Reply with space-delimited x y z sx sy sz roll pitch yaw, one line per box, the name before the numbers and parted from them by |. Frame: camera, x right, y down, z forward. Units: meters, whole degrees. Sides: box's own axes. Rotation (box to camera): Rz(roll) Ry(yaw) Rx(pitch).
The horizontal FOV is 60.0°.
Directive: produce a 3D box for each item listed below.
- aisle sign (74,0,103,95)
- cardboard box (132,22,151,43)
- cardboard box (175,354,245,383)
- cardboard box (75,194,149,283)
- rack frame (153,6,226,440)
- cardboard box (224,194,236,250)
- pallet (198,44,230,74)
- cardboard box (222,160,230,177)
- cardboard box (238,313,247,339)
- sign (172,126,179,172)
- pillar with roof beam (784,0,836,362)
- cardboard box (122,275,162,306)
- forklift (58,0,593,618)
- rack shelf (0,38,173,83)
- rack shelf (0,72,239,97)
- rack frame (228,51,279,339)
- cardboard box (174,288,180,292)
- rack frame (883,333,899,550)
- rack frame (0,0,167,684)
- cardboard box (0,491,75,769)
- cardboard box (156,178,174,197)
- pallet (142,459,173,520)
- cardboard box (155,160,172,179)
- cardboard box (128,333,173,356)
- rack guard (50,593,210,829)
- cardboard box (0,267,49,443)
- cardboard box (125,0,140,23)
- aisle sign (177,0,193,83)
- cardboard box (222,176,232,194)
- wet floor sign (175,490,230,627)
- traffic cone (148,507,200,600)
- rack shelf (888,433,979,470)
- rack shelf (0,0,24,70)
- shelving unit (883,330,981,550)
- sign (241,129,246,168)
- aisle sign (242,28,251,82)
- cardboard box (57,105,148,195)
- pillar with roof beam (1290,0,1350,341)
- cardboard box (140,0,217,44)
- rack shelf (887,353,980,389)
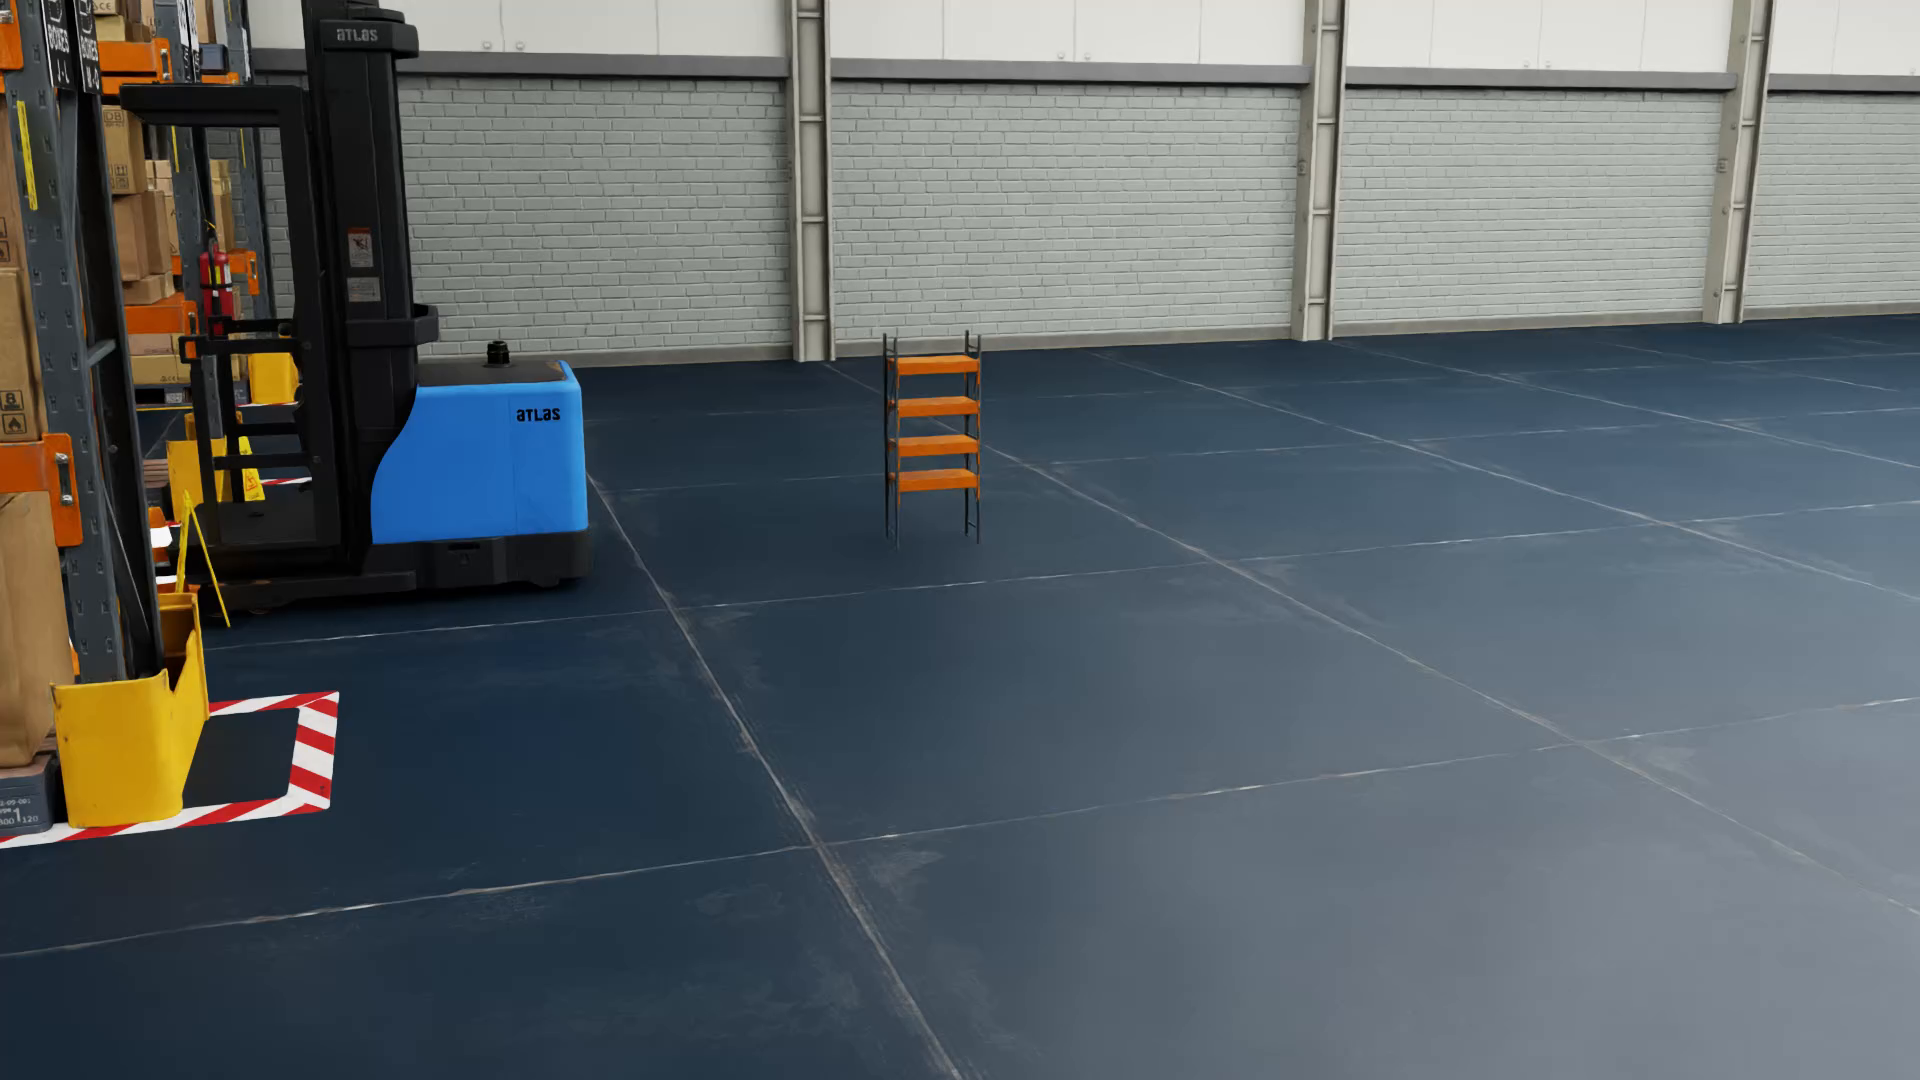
aisle sign | -3.062 -1.961 5.788 0.004 0.787 0.394 -4 14 -18
cardboard box | -5.125 -3.088 10.202 0.250 0.149 0.380 -4 14 -18
cardboard box | -6.639 -1.555 14.732 0.500 0.250 0.500 -4 14 -18
cardboard box | -5.134 -1.797 9.855 0.500 0.500 0.500 -5 14 -19
rack frame | -4.708 -1.704 10.323 0.127 3.000 1.000 -4 14 -18
cardboard box | -6.852 -2.865 14.990 0.500 0.500 0.500 -4 14 -16
pallet | -6.973 -4.162 14.367 1.213 0.211 1.003 -4 14 -18
cardboard box | -6.681 -3.323 14.871 0.250 0.149 0.380 -5 14 -19
cardboard box | -6.806 -1.913 15.156 0.500 0.250 0.500 -4 14 -17
sign | -4.550 -2.298 9.635 0.005 0.325 0.100 -4 14 -18
pillar with roof beam | -0.182 -5.356 12.712 0.400 9.000 9.100 -4 14 -18
cardboard box | -4.994 -1.507 10.039 0.250 0.149 0.380 -4 14 -16
forklift | -3.479 -1.186 8.295 3.031 2.935 1.130 -4 14 -16
rack shelf | -6.603 -2.665 9.439 4.000 0.370 1.077 -4 14 -18
rack shelf | -8.190 -3.754 14.015 4.000 0.370 1.077 -4 14 -18
rack frame | -6.294 -2.792 14.899 0.127 3.000 1.000 -4 14 -18
cardboard box | -7.283 -2.114 14.920 0.500 0.250 0.500 -4 14 -18
rack frame | -0.388 -0.553 9.377 0.015 1.200 0.240 -4 14 -18
rack frame | -3.033 -0.626 5.791 0.127 3.000 1.000 -4 14 -18
cardboard box | -3.655 0.268 5.717 0.875 0.875 0.875 -4 14 -18
cardboard box | -6.766 -3.044 14.340 0.250 0.149 0.380 -4 14 -17
pallet | -5.561 -0.289 10.403 1.213 0.211 1.003 -4 14 -18
cardboard box | -6.790 -3.203 14.367 0.250 0.149 0.380 -4 14 -18
cardboard box | -7.135 -1.763 14.526 0.500 0.250 0.500 -5 14 -19
rack guard | -3.010 0.589 6.087 0.348 0.500 1.175 -4 14 -18
cardboard box | -3.370 -0.661 5.616 0.550 0.550 0.875 -4 14 -18
cardboard box | -5.269 -3.256 10.049 0.500 0.250 0.500 -5 14 -19
aisle sign | -4.556 -2.909 9.774 0.004 0.787 0.394 -4 14 -18
cardboard box | -6.698 -3.188 14.946 0.250 0.149 0.380 -5 14 -20
wet floor sign | -3.637 0.083 7.898 0.232 0.644 0.267 -7 15 -28
traffic cone | -4.027 0.063 8.376 0.334 0.463 0.336 -4 14 -18
rack shelf | -0.157 -0.506 9.468 0.480 0.148 0.258 -4 14 -18
rack shelf | -4.929 -1.587 4.906 4.000 0.370 1.077 -4 14 -18
shelving unit | -0.157 -0.571 9.453 0.503 1.200 0.258 -4 14 -18
sign | -6.134 -3.351 14.233 0.005 0.325 0.100 -4 14 -18
aisle sign | -6.138 -3.997 14.348 0.004 0.787 0.394 -4 14 -18
cardboard box | -5.122 -2.298 9.802 0.500 0.500 0.700 -5 14 -19
pillar with roof beam | 5.505 -5.798 14.574 0.400 9.000 9.100 -4 14 -18
cardboard box | -6.636 -4.467 14.118 0.500 0.500 0.500 -4 14 -16
rack shelf | -0.157 -0.954 9.362 0.480 0.148 0.258 -4 14 -18
